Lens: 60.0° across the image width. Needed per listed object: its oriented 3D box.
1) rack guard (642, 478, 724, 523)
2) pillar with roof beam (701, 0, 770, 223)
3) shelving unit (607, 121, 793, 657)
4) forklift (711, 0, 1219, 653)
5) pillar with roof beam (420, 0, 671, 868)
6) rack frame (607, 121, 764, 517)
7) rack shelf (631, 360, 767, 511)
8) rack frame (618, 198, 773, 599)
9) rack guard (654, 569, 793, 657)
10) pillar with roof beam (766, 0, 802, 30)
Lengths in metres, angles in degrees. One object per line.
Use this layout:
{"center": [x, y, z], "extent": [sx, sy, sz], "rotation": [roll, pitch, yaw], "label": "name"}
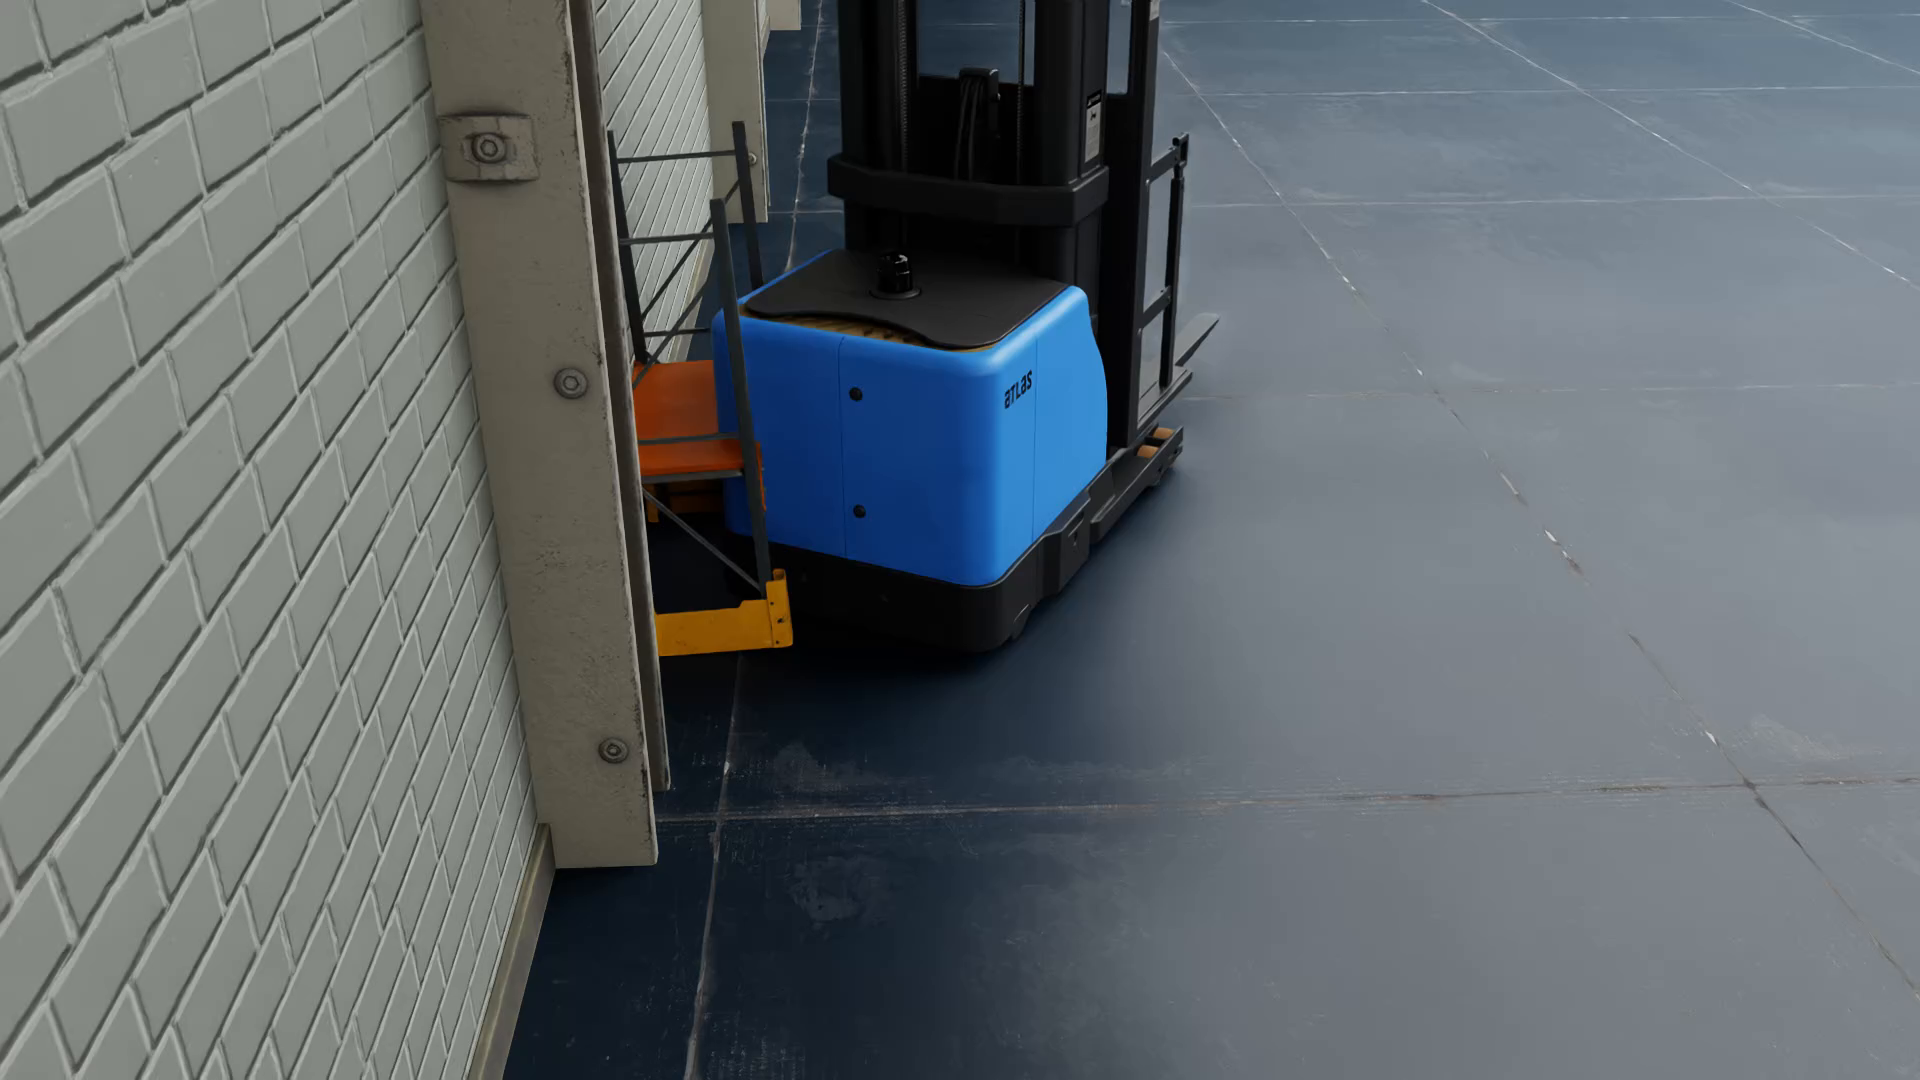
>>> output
{"center": [-0.914, -0.201, 6.373], "extent": [0.587, 0.250, 0.087], "rotation": [-5, 27, -1], "label": "rack guard"}
{"center": [2.990, -6.065, 8.147], "extent": [9.100, 9.000, 0.400], "rotation": [-1, 28, -3], "label": "pillar with roof beam"}
{"center": [-0.923, -0.533, 5.646], "extent": [0.587, 1.500, 1.083], "rotation": [-5, 27, -1], "label": "shelving unit"}
{"center": [0.265, -1.590, 6.129], "extent": [1.130, 2.935, 3.031], "rotation": [12, 30, 22], "label": "forklift"}
{"center": [3.303, -3.294, 2.834], "extent": [9.100, 9.000, 0.400], "rotation": [-1, 28, -3], "label": "pillar with roof beam"}
{"center": [-0.953, -0.766, 6.107], "extent": [0.500, 1.500, 0.032], "rotation": [-5, 27, -1], "label": "rack frame"}
{"center": [-0.913, -0.377, 5.735], "extent": [0.538, 0.185, 1.000], "rotation": [-5, 27, -1], "label": "rack shelf"}
{"center": [-0.894, -0.309, 5.201], "extent": [0.500, 1.500, 0.032], "rotation": [-5, 27, -1], "label": "rack frame"}
{"center": [-0.856, 0.247, 5.484], "extent": [0.587, 0.250, 0.087], "rotation": [-5, 27, -1], "label": "rack guard"}
{"center": [2.677, -8.835, 13.459], "extent": [9.100, 9.000, 0.400], "rotation": [-1, 28, -3], "label": "pillar with roof beam"}
